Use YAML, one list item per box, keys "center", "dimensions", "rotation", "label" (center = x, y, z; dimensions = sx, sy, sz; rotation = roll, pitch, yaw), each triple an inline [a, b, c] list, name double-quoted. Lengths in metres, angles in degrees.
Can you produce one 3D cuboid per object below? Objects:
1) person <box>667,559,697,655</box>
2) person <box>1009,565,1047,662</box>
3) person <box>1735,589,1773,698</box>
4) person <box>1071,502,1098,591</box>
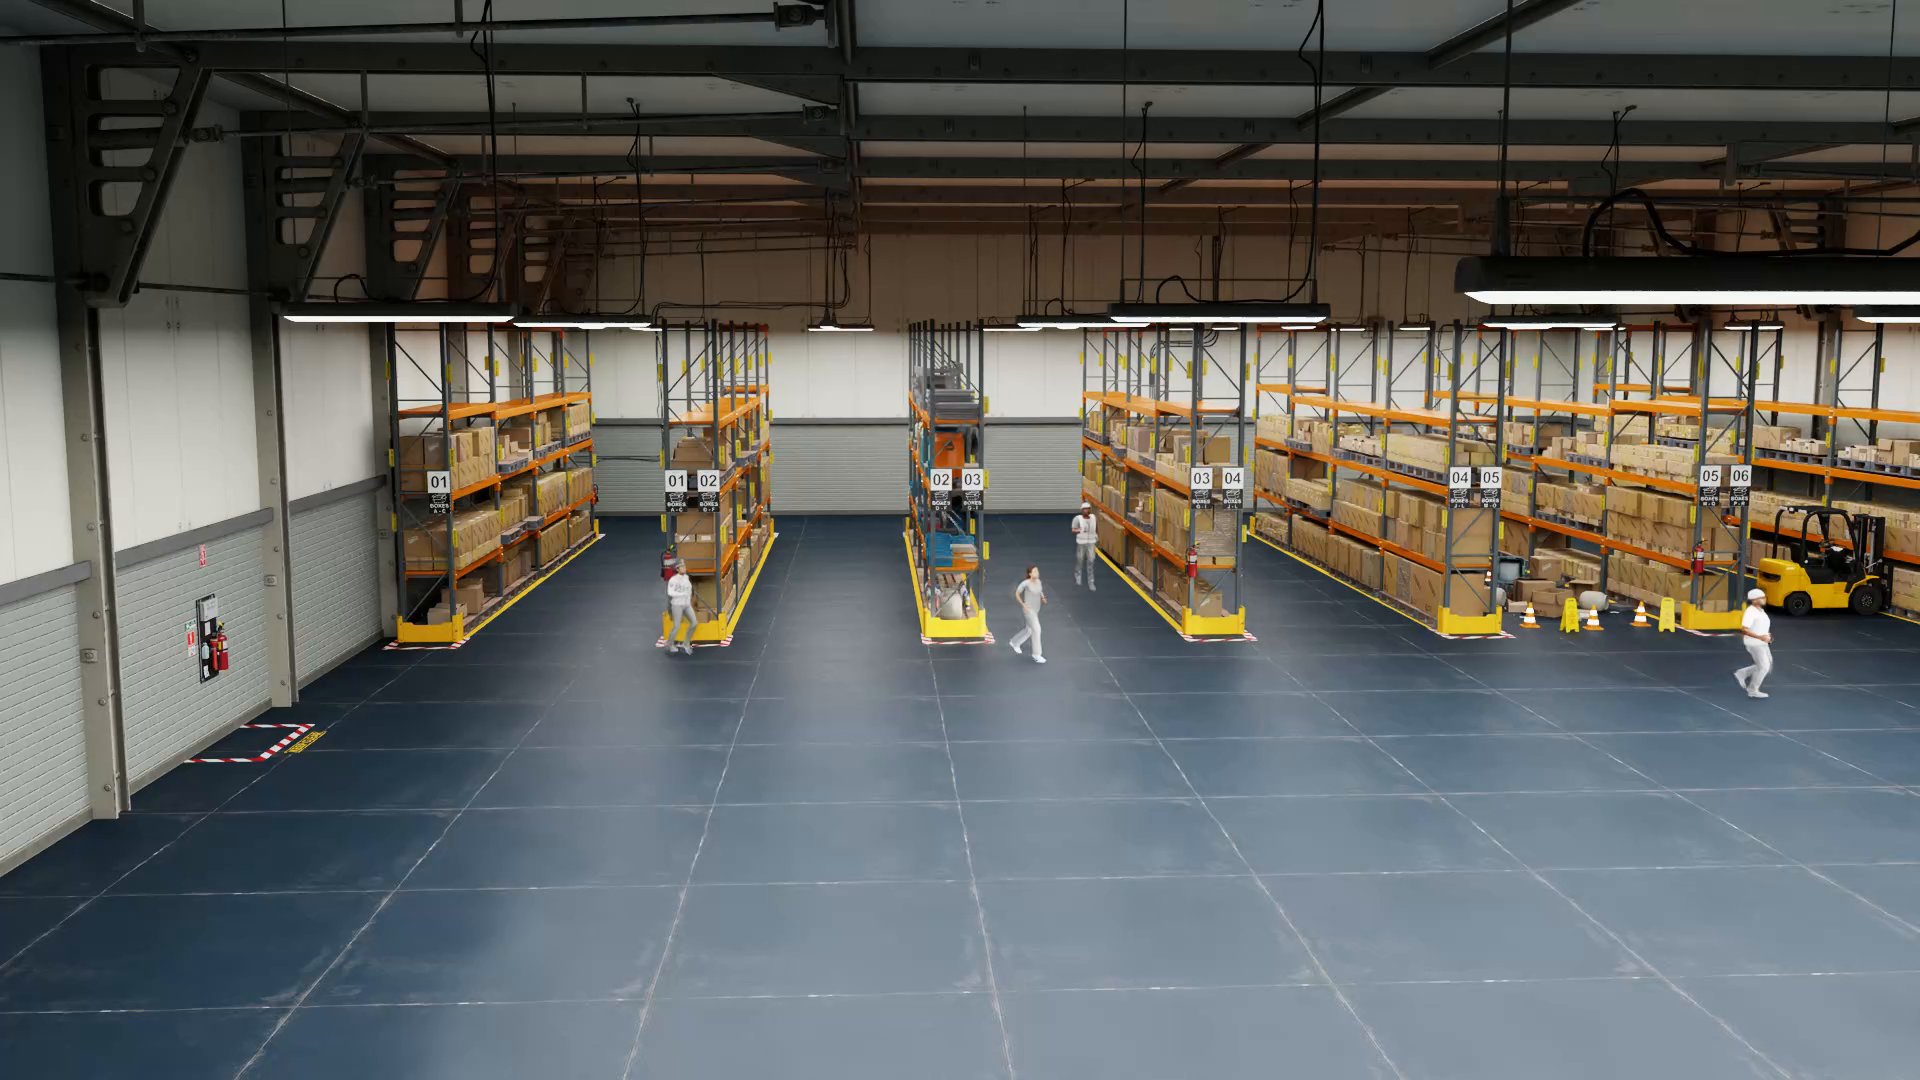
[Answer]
- center: [-4.993, 1.202, 29.878]
  dimensions: [0.614, 1.728, 0.618]
  rotation: [5, 9, 37]
  label: "person"
- center: [1.216, 1.268, 29.372]
  dimensions: [0.853, 1.692, 0.566]
  rotation: [6, 9, 38]
  label: "person"
- center: [12.576, 1.629, 26.298]
  dimensions: [0.606, 1.718, 0.697]
  rotation: [6, 9, 40]
  label: "person"
- center: [2.696, 0.131, 35.819]
  dimensions: [0.673, 1.891, 0.782]
  rotation: [-1, 7, -12]
  label: "person"
